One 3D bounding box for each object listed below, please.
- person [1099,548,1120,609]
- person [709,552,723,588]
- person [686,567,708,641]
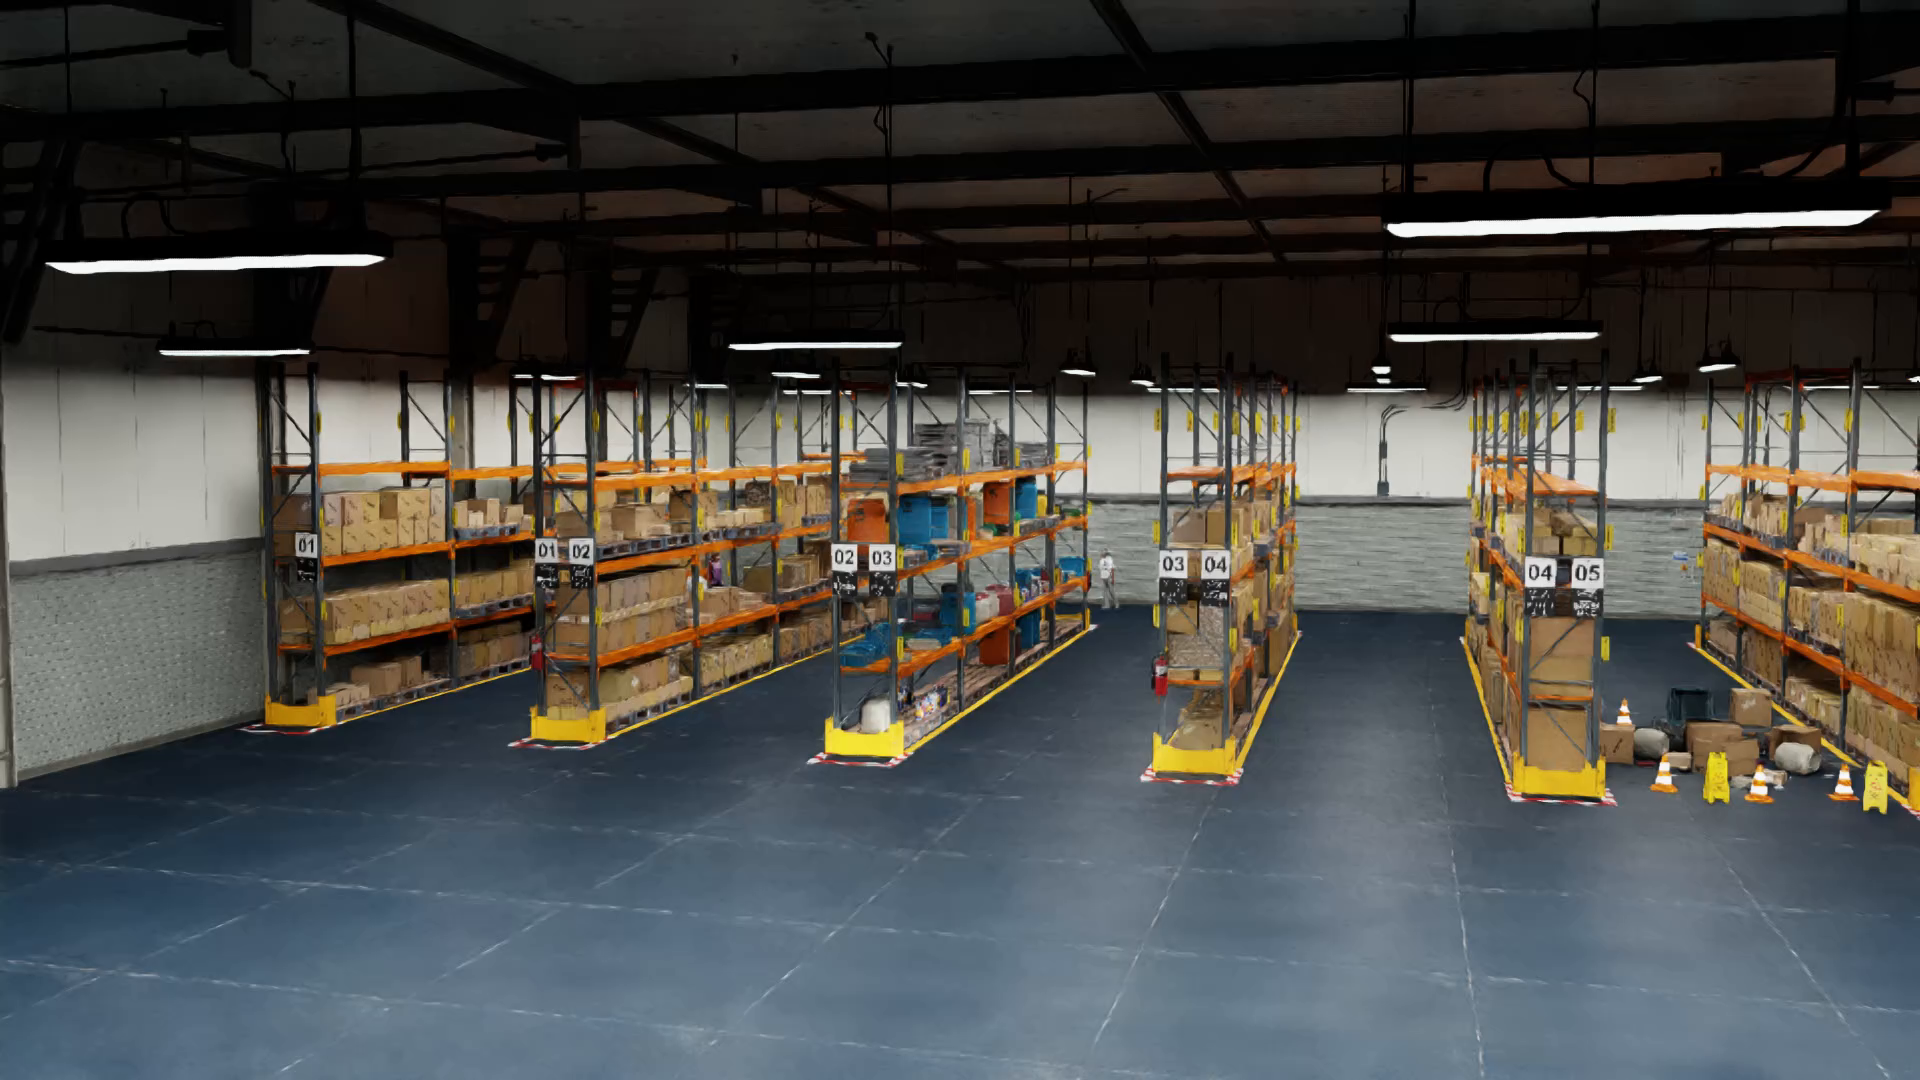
[{"bbox_3d":[4.038,1.028,44.805,0.554,1.664,0.514,-3,5,-38],"label":"person"},{"bbox_3d":[-6.445,1.096,44.065,0.494,1.592,0.618,4,6,44],"label":"person"},{"bbox_3d":[-6.066,1.438,38.365,0.603,1.724,1.031,1,4,14],"label":"person"}]
